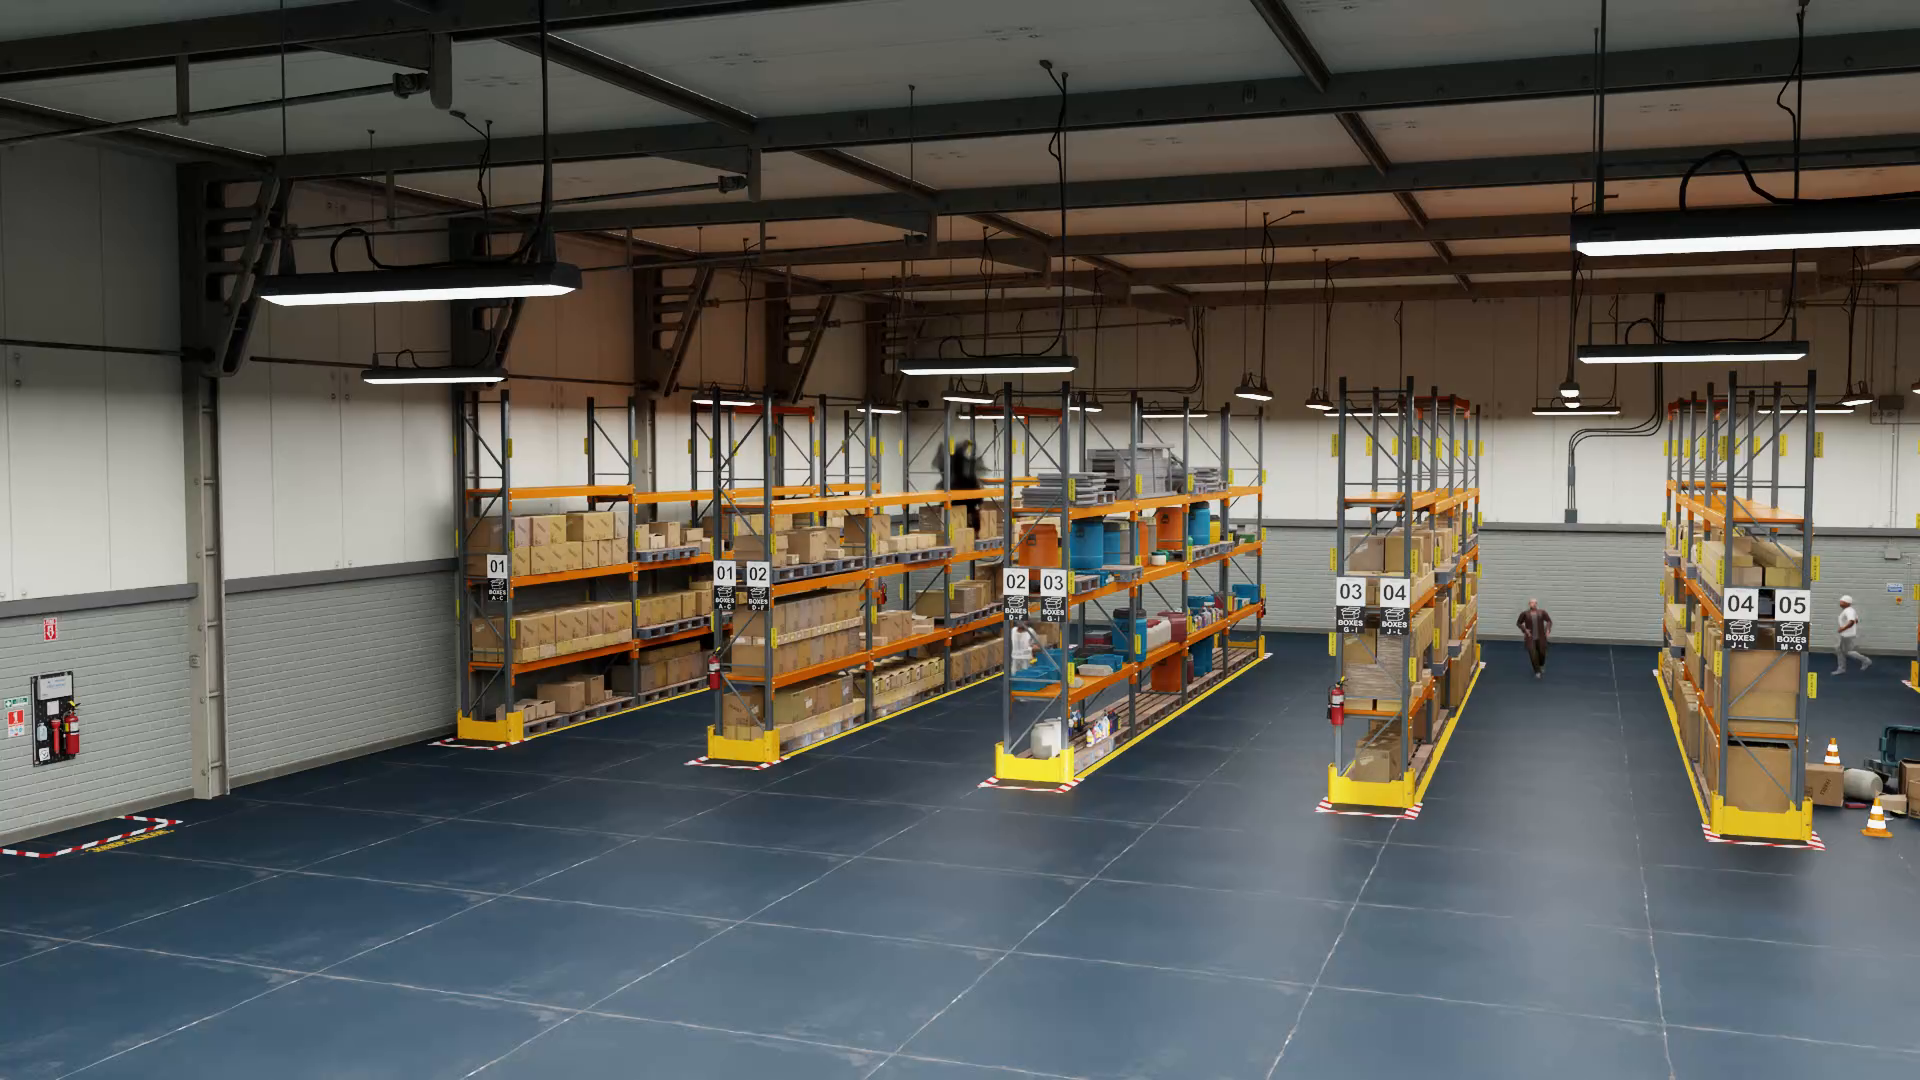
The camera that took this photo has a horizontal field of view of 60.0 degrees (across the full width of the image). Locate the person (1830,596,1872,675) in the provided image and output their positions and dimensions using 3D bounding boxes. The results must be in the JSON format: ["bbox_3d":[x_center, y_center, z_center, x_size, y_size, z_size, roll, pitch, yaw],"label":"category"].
[{"bbox_3d":[19.622,2.113,36.577,0.816,1.772,0.708,2,3,26],"label":"person"}]

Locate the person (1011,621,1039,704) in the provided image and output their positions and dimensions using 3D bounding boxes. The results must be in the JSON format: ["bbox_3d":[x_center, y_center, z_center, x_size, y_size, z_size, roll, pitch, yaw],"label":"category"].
[{"bbox_3d":[1.196,2.332,32.485,0.679,1.765,0.660,1,3,13],"label":"person"}]

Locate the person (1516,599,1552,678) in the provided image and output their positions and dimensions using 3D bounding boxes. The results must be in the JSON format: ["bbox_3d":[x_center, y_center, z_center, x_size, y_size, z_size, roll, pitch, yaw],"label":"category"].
[{"bbox_3d":[12.539,2.141,36.324,0.741,1.732,0.591,1,3,14],"label":"person"}]

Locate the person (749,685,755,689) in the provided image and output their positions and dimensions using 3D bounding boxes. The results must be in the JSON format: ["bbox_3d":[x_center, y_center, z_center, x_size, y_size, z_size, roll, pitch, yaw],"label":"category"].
[{"bbox_3d":[-3.861,2.494,31.609,0.532,1.531,0.559,1,3,13],"label":"person"}]
